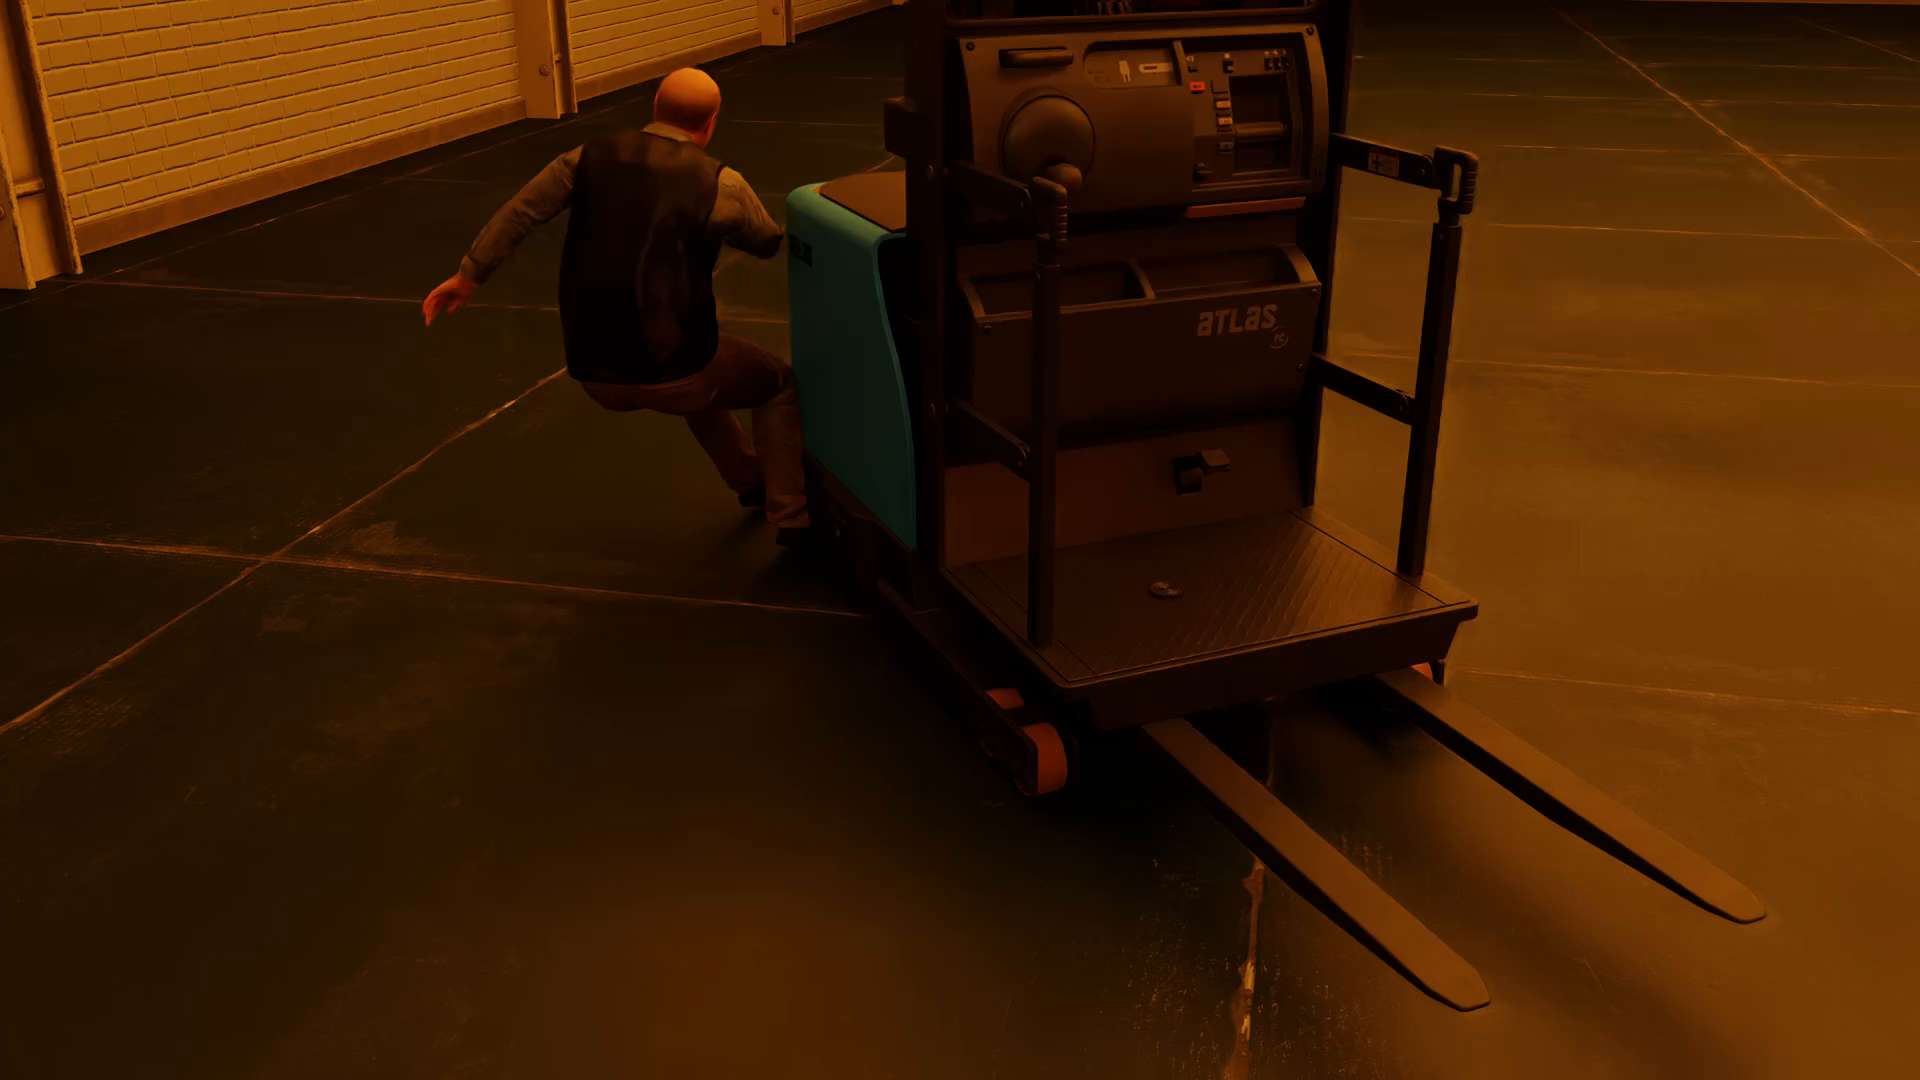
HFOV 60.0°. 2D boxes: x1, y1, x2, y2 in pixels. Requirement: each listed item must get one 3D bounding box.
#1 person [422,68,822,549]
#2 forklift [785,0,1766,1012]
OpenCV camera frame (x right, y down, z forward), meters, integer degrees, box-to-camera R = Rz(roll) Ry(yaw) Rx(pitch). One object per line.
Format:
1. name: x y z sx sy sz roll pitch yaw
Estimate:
1. person: -0.879 -0.656 4.930 1.047 1.458 0.934 7 23 17
2. forklift: 0.523 -0.964 3.631 1.130 2.935 3.031 -9 24 -21
